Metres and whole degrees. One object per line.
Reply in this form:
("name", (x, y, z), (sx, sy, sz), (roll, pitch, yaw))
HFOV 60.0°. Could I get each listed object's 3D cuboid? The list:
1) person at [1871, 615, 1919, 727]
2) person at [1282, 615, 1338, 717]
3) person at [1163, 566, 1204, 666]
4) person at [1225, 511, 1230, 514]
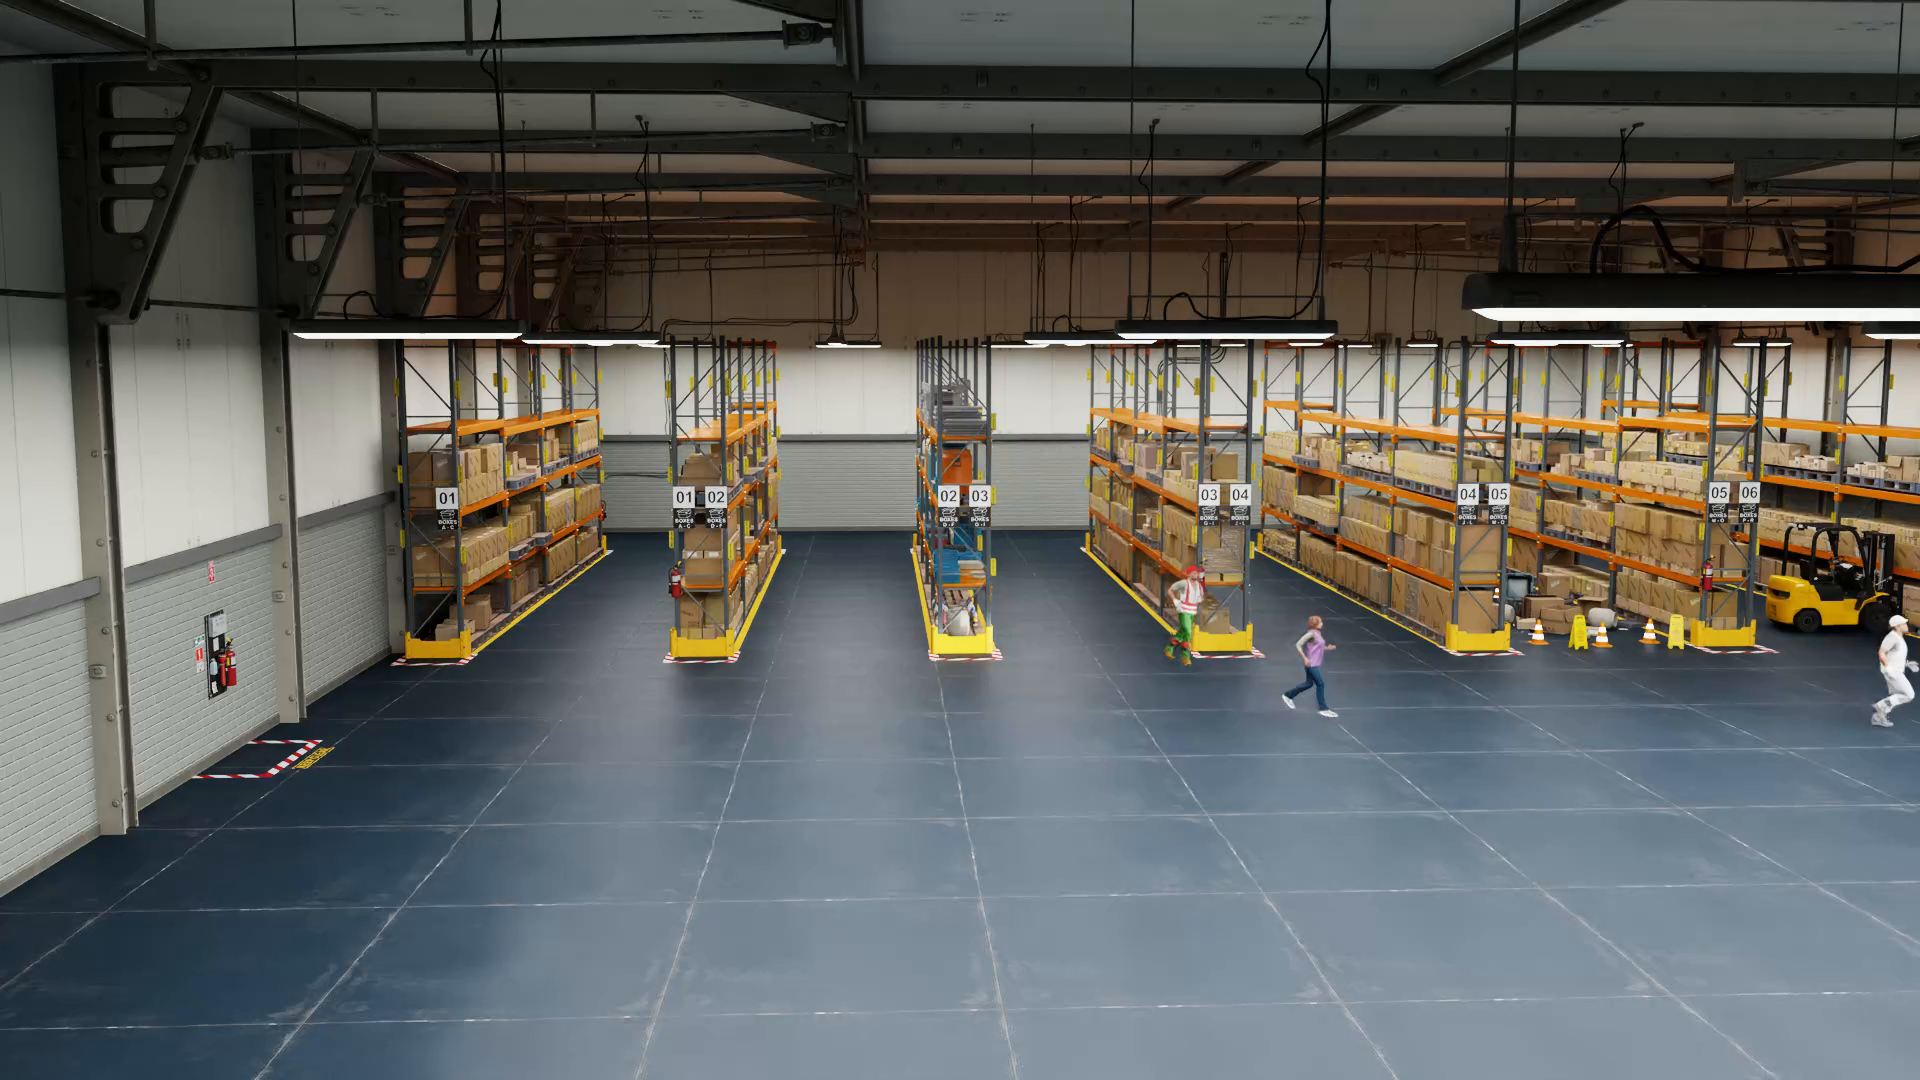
("person", (14.247, 2.001, 25.305), (0.590, 1.719, 0.608), (5, 8, 36))
("person", (5.483, 1.956, 26.025), (0.885, 1.587, 0.534), (3, 7, 22))
("person", (4.178, 1.374, 30.718), (0.665, 1.833, 0.791), (-5, 8, -40))
("person", (7.713, -0.580, 48.292), (0.686, 1.691, 0.709), (-4, 8, -35))
